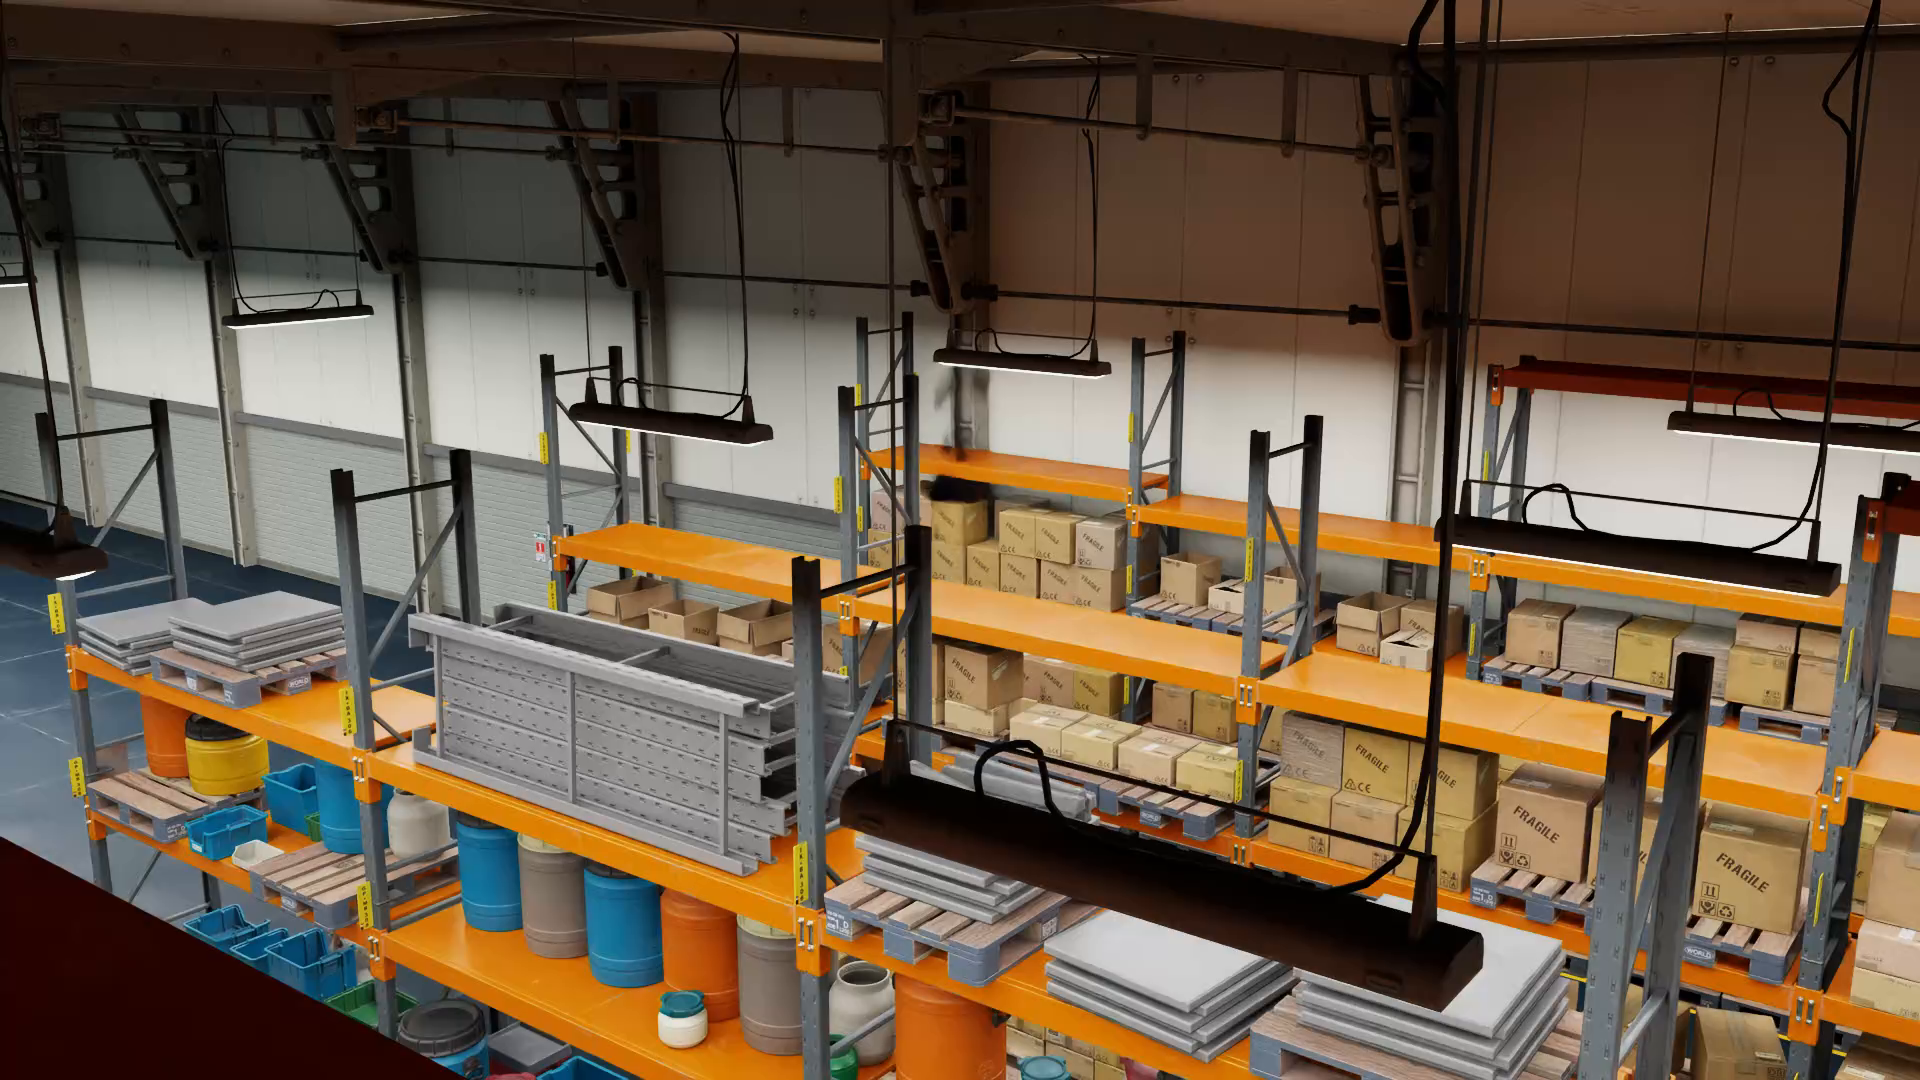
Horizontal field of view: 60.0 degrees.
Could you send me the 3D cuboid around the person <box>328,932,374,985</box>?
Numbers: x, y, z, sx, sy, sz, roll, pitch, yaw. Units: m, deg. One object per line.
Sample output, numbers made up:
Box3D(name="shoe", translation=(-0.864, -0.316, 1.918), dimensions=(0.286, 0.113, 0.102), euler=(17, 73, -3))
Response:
Box3D(name="person", translation=(-5.741, 3.690, 15.509), dimensions=(0.653, 1.766, 0.685), euler=(4, 14, 17))
